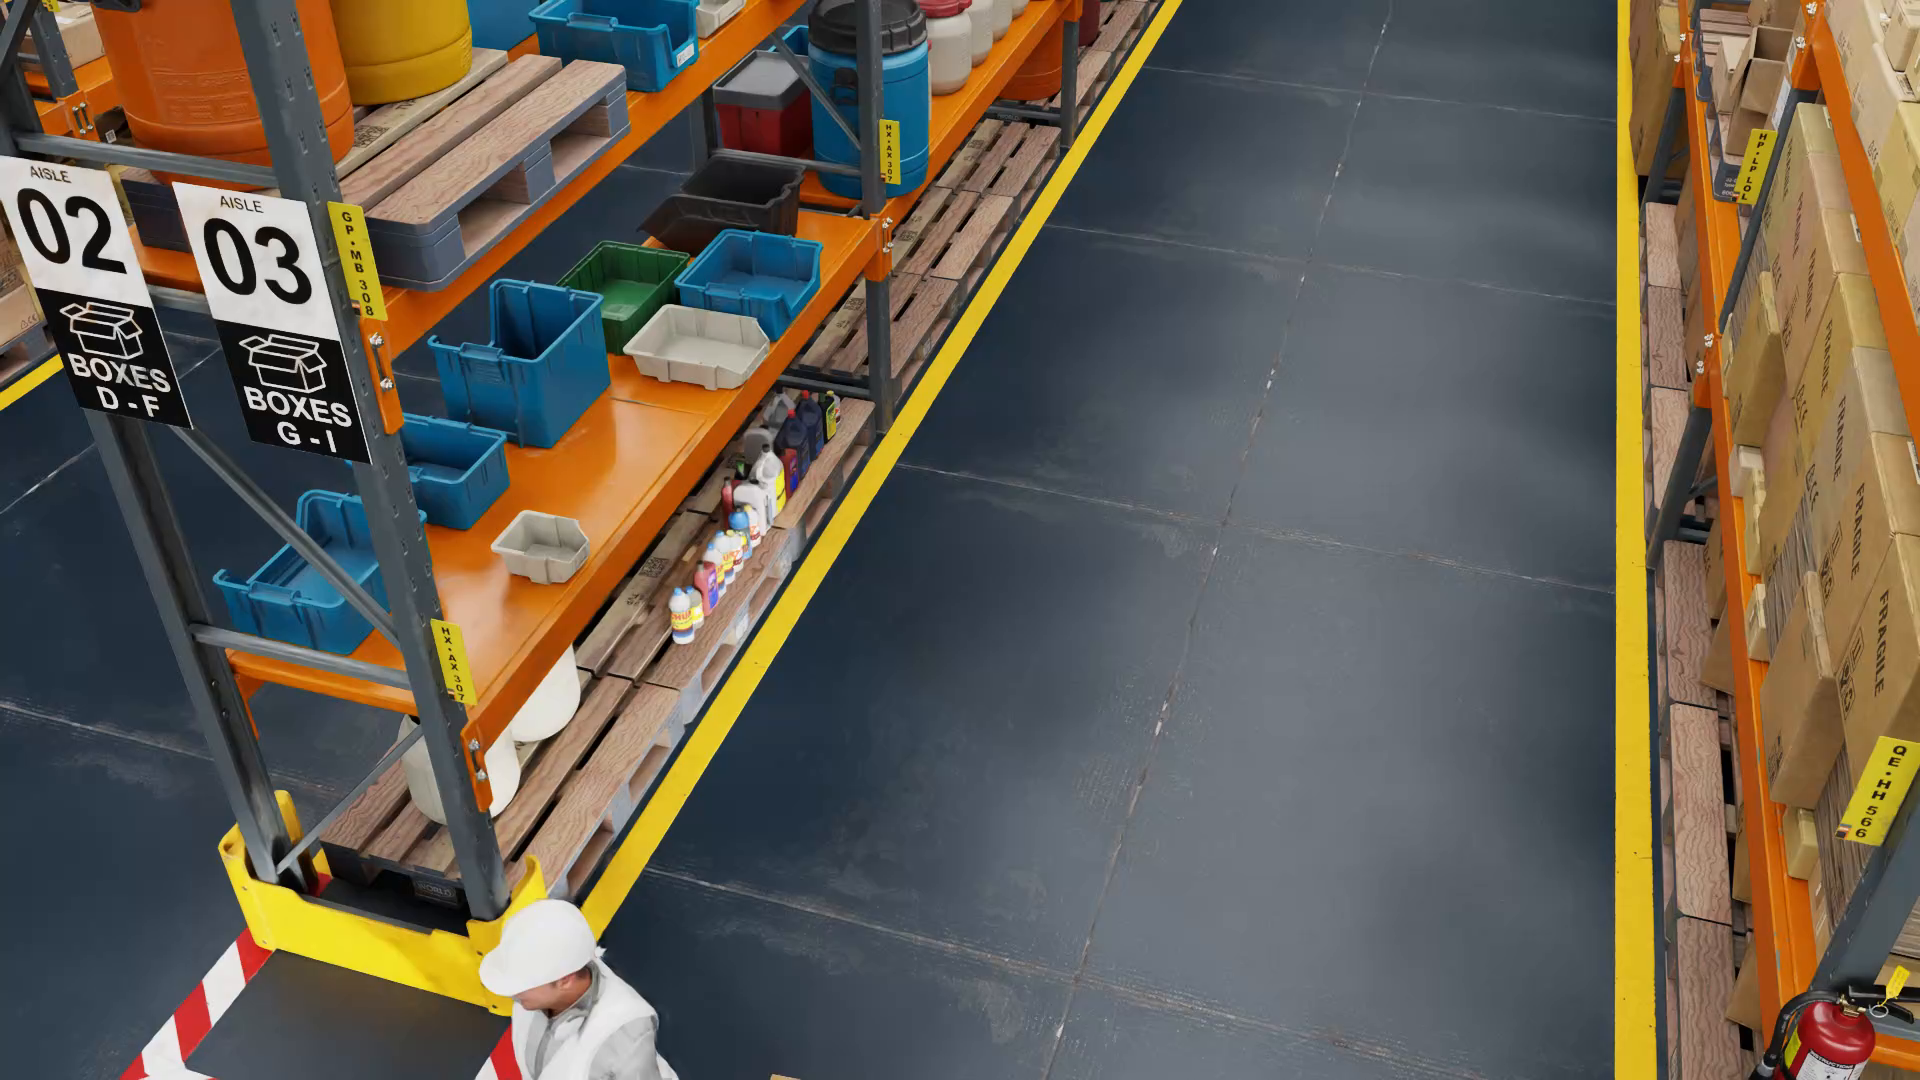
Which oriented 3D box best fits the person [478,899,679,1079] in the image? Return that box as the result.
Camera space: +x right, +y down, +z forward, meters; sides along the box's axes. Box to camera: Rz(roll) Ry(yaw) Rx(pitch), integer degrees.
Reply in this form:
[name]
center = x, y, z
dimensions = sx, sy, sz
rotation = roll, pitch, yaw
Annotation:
[person]
center = -0.991, 1.653, 4.648
dimensions = 0.606, 1.779, 0.508
rotation = 23, 43, 28
